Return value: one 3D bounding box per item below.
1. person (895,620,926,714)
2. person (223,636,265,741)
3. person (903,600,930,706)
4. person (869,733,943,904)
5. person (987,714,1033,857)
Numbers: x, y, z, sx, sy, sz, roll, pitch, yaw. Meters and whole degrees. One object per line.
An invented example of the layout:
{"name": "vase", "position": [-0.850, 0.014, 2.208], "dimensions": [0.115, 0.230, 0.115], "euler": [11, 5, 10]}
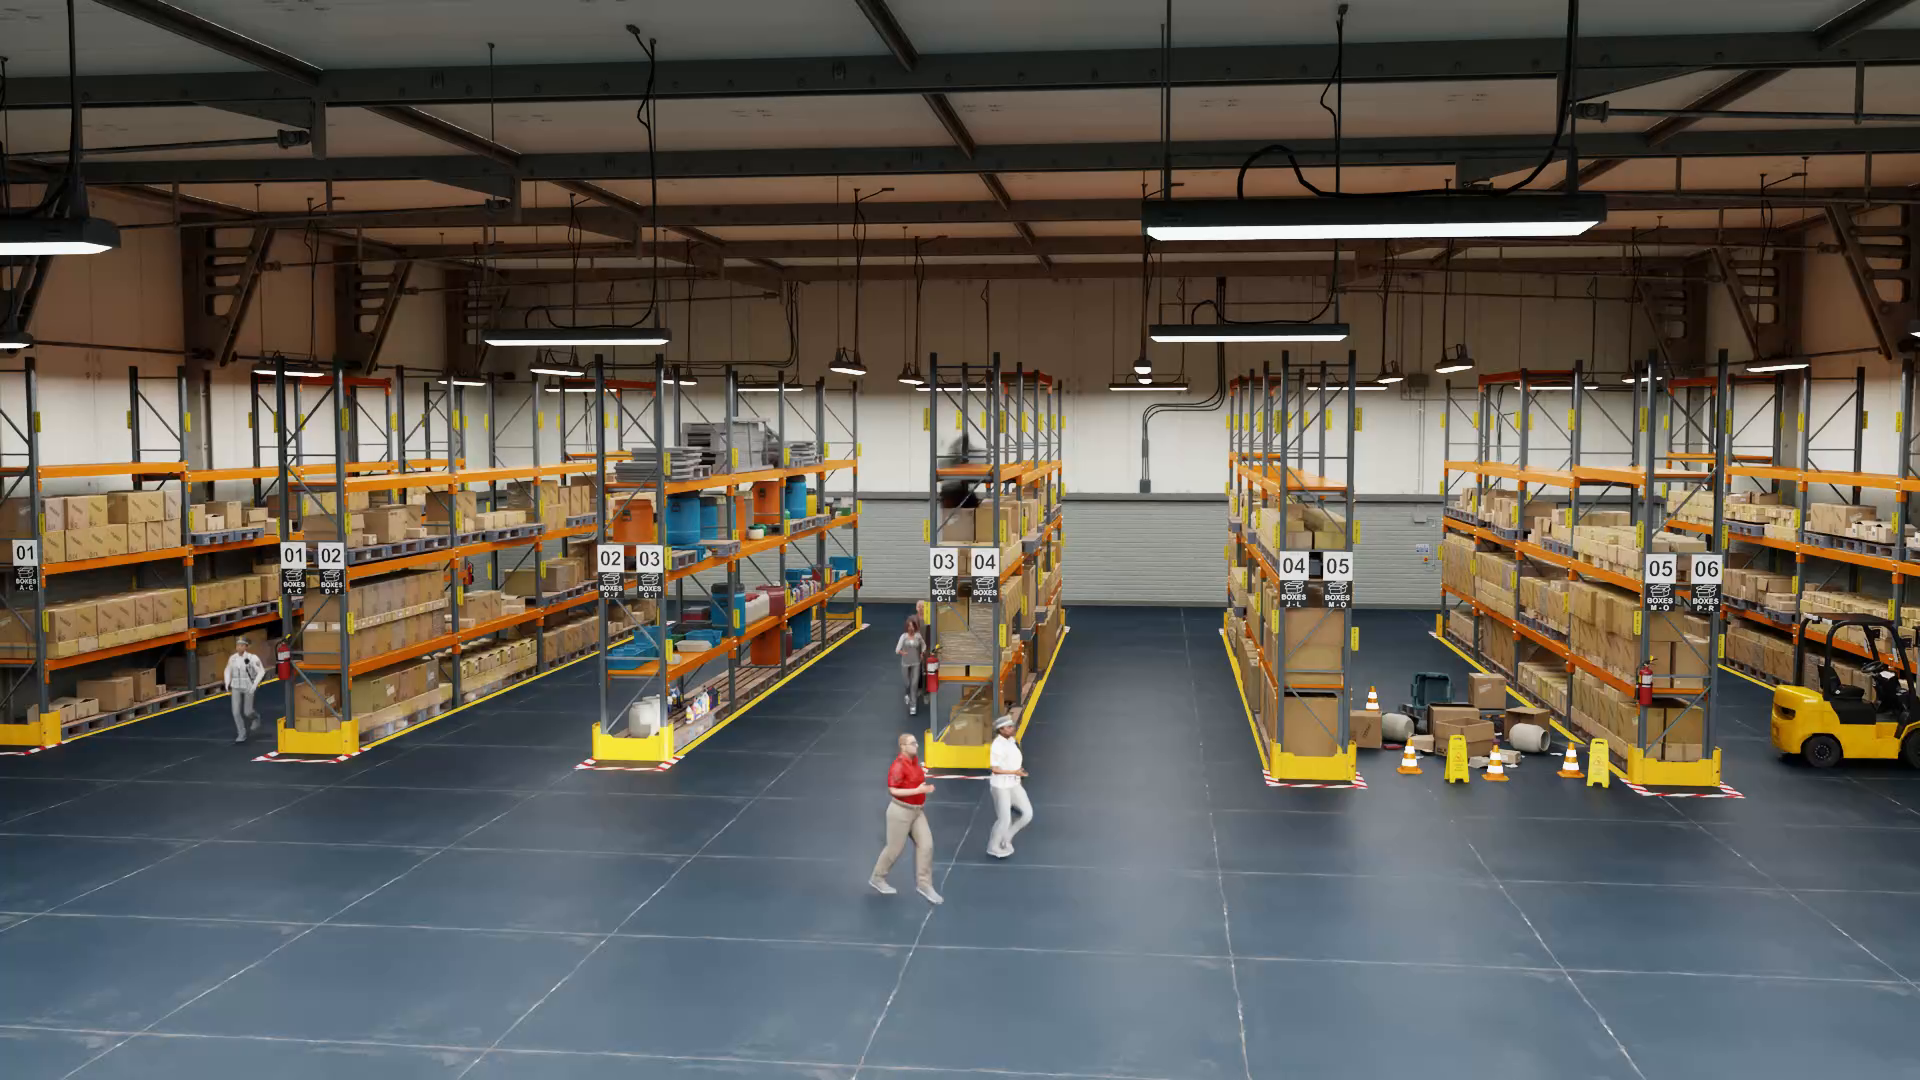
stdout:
{"name": "person", "position": [-0.841, 2.163, 28.634], "dimensions": [0.541, 1.574, 0.867], "euler": [0, 4, -3]}
{"name": "person", "position": [-11.277, 2.318, 26.199], "dimensions": [0.649, 1.642, 0.638], "euler": [0, 4, -2]}
{"name": "person", "position": [-0.688, 1.990, 29.826], "dimensions": [0.676, 1.829, 0.923], "euler": [0, 4, 1]}
{"name": "person", "position": [-0.564, 2.900, 17.402], "dimensions": [0.810, 1.770, 0.656], "euler": [2, 5, 28]}
{"name": "person", "position": [0.587, 2.818, 19.051], "dimensions": [0.611, 1.660, 0.554], "euler": [3, 5, 36]}
